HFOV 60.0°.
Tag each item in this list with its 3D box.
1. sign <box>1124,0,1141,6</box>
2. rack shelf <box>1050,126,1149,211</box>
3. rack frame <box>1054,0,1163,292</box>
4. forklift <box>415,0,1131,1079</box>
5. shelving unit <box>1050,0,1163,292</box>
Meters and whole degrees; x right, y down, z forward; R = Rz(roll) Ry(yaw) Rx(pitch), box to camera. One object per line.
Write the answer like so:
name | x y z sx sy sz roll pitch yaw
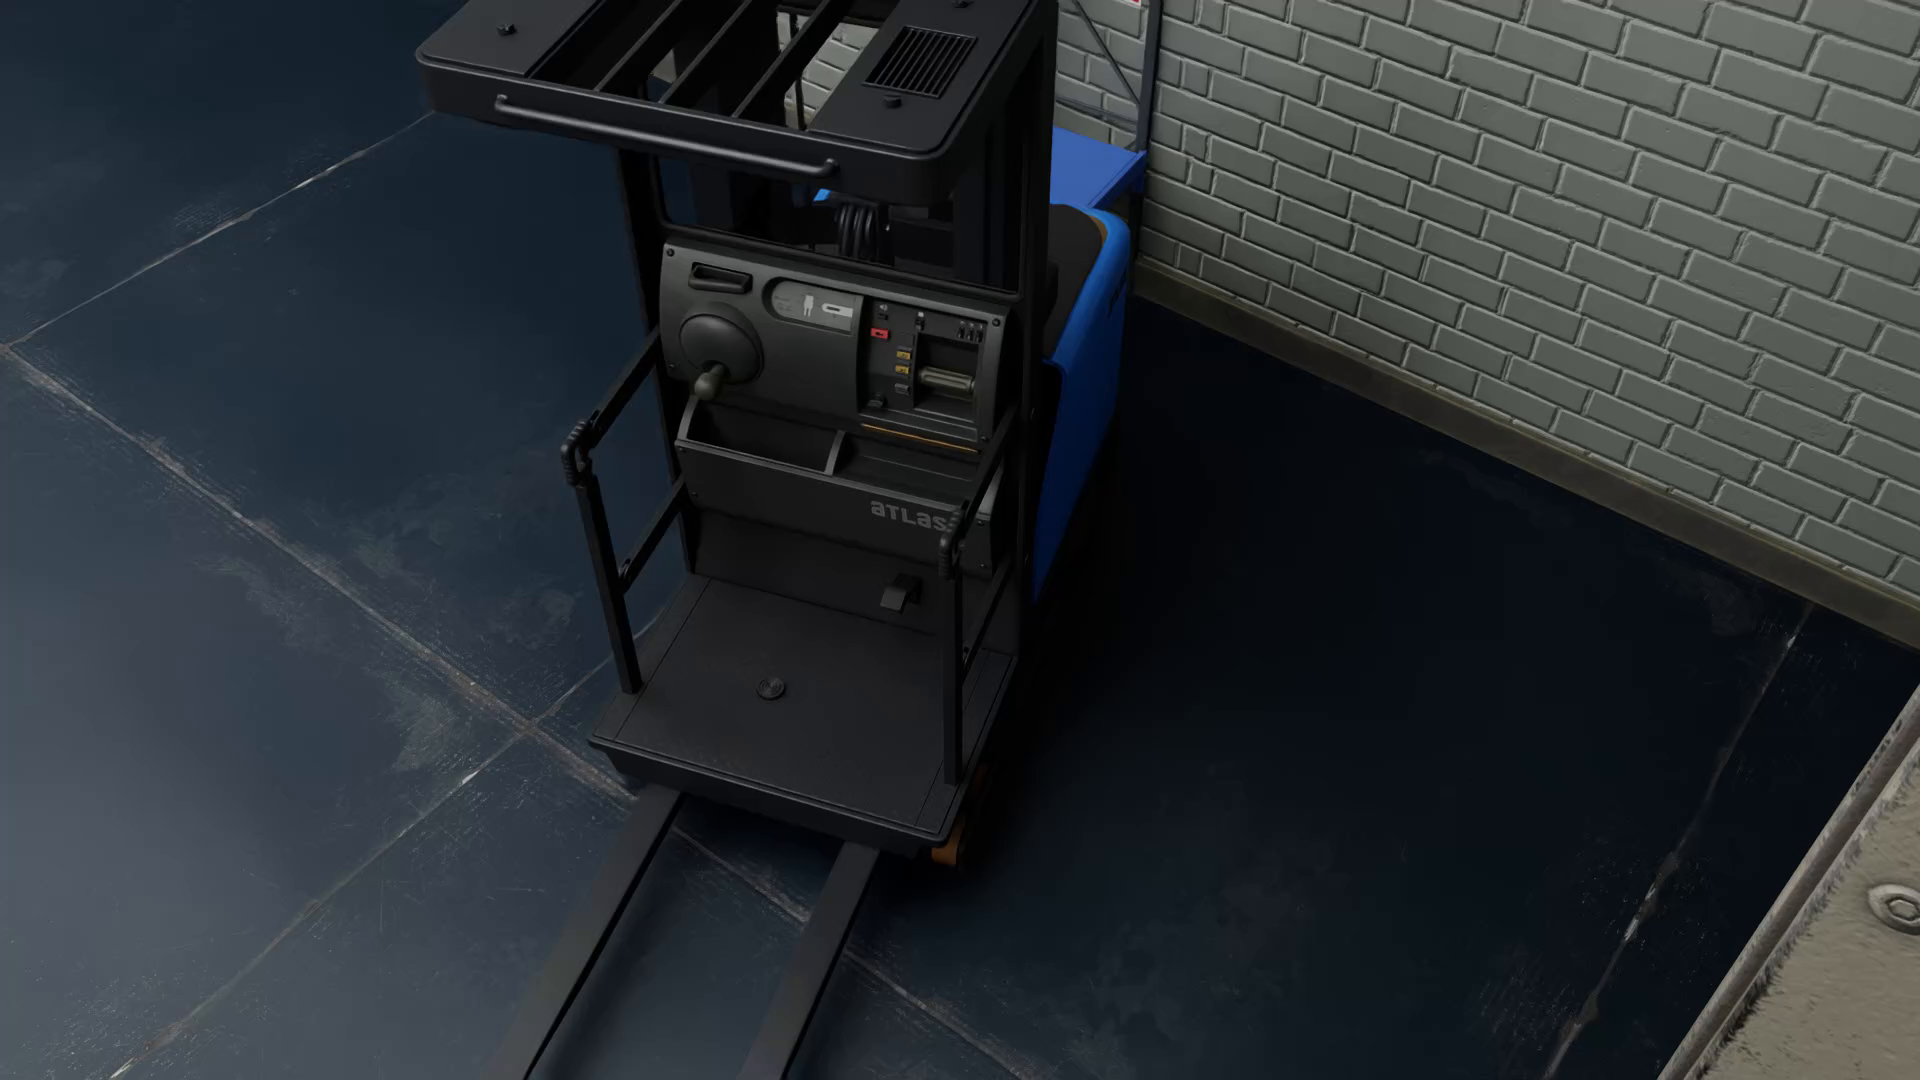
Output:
sign | 0.510 -2.131 5.777 0.329 0.494 0.001 29 53 25
rack shelf | 0.224 -1.189 6.086 0.538 0.185 1.000 24 50 21
rack frame | 0.490 -1.624 6.261 0.500 1.500 0.032 24 50 21
forklift | -0.402 -0.402 4.107 1.130 2.935 3.031 14 48 13
shelving unit | 0.225 -1.314 5.957 0.538 1.500 1.048 24 50 21
